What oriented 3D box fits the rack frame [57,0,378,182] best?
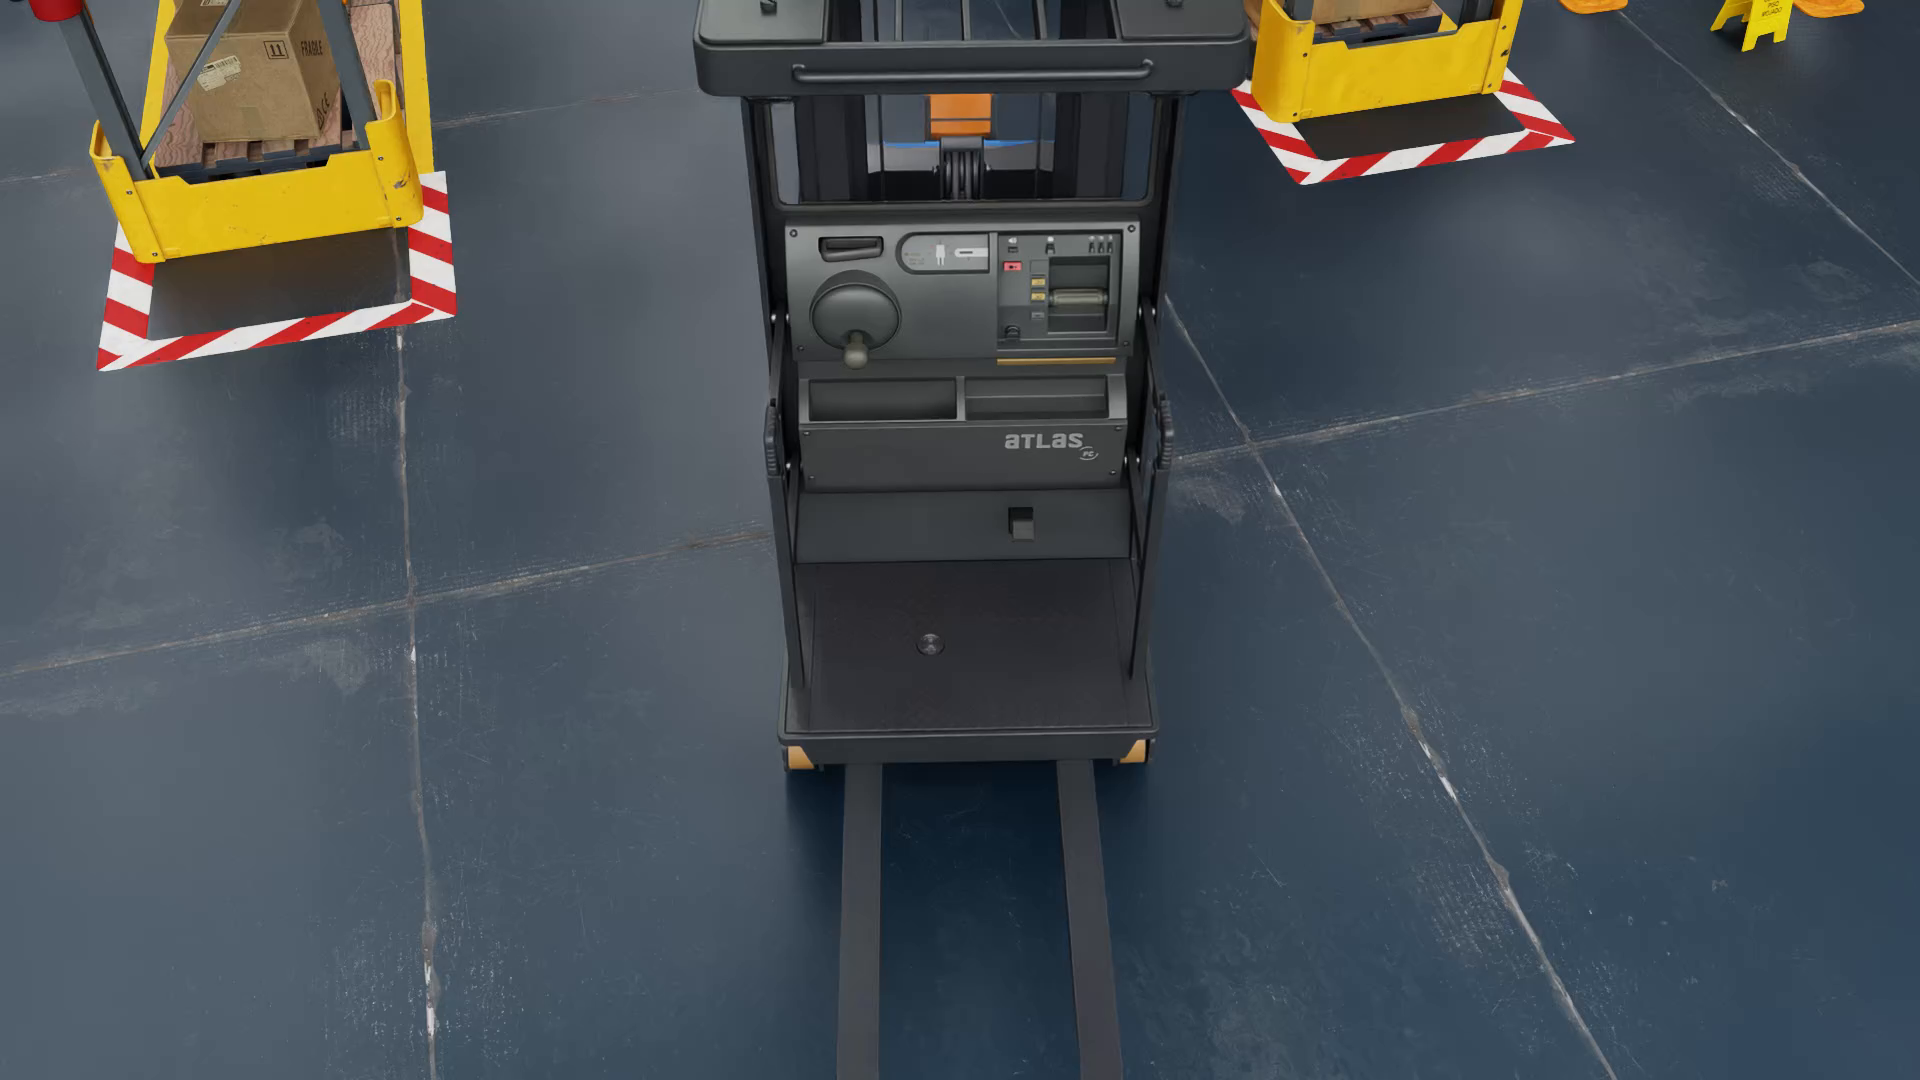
[{"bbox_3d":[-2.868,-2.355,5.958,1.000,3.000,0.127,-11,47,-10],"label":"rack frame"}]

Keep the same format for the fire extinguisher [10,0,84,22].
[{"bbox_3d":[-3.284,-2.165,5.825,0.296,0.674,0.183,-11,47,-10],"label":"fire extinguisher"}]

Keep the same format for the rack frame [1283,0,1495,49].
[{"bbox_3d":[1.952,-3.192,6.778,1.000,3.000,0.127,-11,47,-10],"label":"rack frame"}]

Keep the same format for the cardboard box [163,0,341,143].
[{"bbox_3d":[-3.012,-2.061,7.126,0.500,0.500,0.500,-3,46,-3],"label":"cardboard box"}]

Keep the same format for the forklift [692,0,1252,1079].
[{"bbox_3d":[0.015,-0.564,4.250,1.130,2.935,3.031,-1,46,-1],"label":"forklift"}]

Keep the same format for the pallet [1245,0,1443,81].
[{"bbox_3d":[1.672,-2.754,8.301,1.003,0.211,1.213,-11,47,-10],"label":"pallet"}]

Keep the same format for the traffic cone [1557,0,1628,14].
[{"bbox_3d":[3.189,-2.930,8.298,0.336,0.463,0.334,-11,47,-10],"label":"traffic cone"}]

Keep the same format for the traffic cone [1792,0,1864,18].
[{"bbox_3d":[4.368,-2.902,8.270,0.336,0.463,0.334,-11,47,-10],"label":"traffic cone"}]

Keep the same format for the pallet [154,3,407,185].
[{"bbox_3d":[-3.062,-1.999,7.561,1.003,0.211,1.213,-11,47,-10],"label":"pallet"}]

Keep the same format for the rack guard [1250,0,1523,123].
[{"bbox_3d":[1.958,-2.300,7.654,1.175,0.500,0.348,-11,47,-10],"label":"rack guard"}]

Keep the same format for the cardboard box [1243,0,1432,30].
[{"bbox_3d":[1.715,-3.051,7.834,0.875,0.875,0.875,-10,47,-10],"label":"cardboard box"}]

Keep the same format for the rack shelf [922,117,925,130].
[{"bbox_3d":[-0.004,-1.334,5.998,0.258,0.148,0.480,-1,46,-1],"label":"rack shelf"}]

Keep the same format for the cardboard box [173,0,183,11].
[{"bbox_3d":[-3.198,-2.468,7.524,0.500,0.500,0.500,0,46,0],"label":"cardboard box"}]

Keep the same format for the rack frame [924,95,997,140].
[{"bbox_3d":[0.002,-1.051,5.939,0.240,1.200,0.015,-1,46,-1],"label":"rack frame"}]

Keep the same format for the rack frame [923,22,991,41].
[{"bbox_3d":[-0.010,-1.399,6.281,0.240,1.200,0.015,-1,46,-1],"label":"rack frame"}]

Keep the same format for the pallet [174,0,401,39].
[{"bbox_3d":[-3.370,-2.839,8.385,1.003,0.211,1.213,-11,47,-10],"label":"pallet"}]

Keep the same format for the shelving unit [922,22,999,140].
[{"bbox_3d":[-0.004,-1.225,6.110,0.258,1.200,0.503,-1,46,-1],"label":"shelving unit"}]

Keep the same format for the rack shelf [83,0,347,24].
[{"bbox_3d":[-3.380,-3.484,7.568,1.077,0.370,4.000,-11,47,-10],"label":"rack shelf"}]

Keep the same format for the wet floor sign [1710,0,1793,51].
[{"bbox_3d":[3.874,-2.710,7.954,0.267,0.644,0.232,-18,48,-17],"label":"wet floor sign"}]

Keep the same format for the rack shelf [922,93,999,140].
[{"bbox_3d":[-0.004,-1.500,5.830,0.258,0.148,0.480,-1,46,-1],"label":"rack shelf"}]

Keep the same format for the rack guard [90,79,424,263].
[{"bbox_3d":[-2.888,-1.532,6.902,1.175,0.500,0.348,-11,47,-10],"label":"rack guard"}]
